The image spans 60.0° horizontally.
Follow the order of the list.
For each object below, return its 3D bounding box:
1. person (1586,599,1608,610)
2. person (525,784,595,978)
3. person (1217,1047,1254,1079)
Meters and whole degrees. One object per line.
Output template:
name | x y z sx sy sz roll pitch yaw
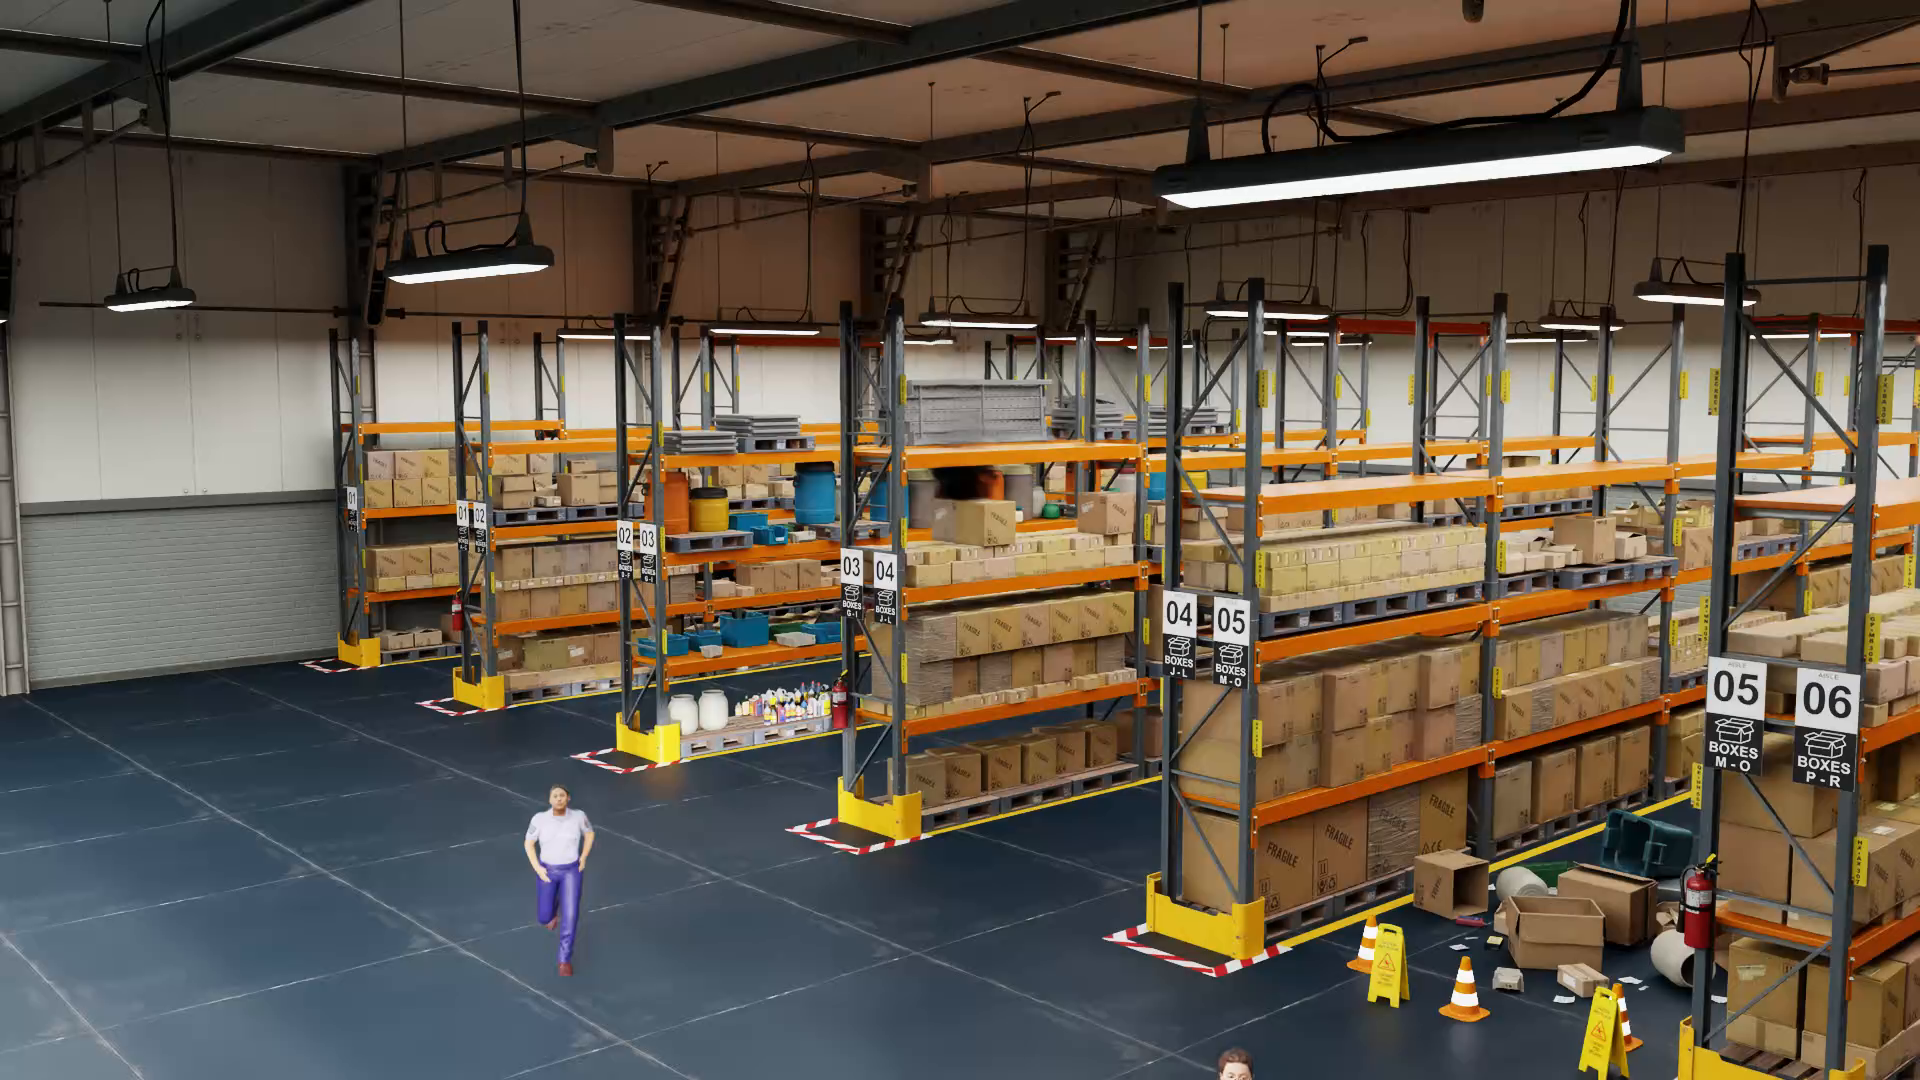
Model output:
person | 11.627 1.377 30.648 0.543 1.575 0.694 -2 6 -21
person | -3.524 2.945 14.658 0.595 1.622 0.890 -1 6 -10
person | 1.437 3.475 8.671 0.580 1.731 0.775 1 6 10
